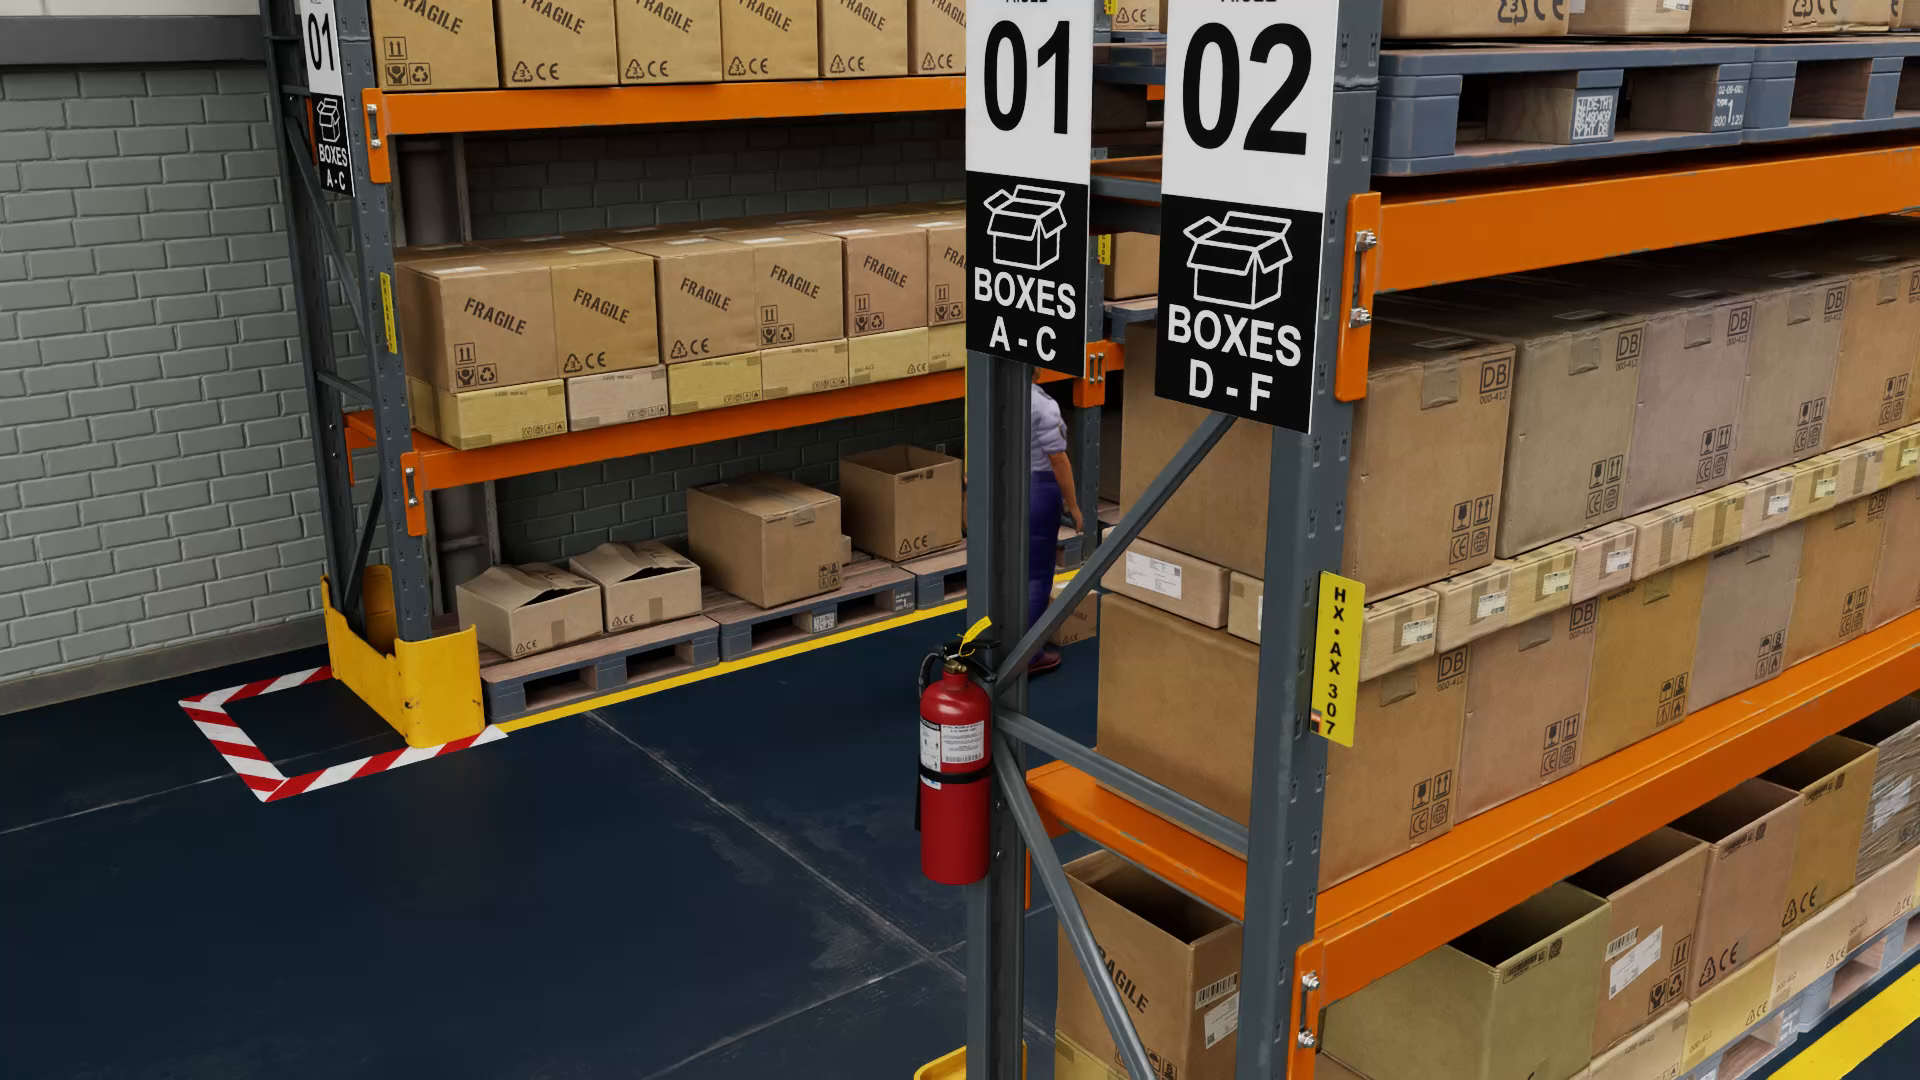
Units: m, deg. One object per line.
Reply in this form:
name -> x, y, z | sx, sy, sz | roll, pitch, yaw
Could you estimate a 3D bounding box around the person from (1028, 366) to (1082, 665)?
person -> 0.307, -0.192, 8.031 | 0.566, 1.570, 0.349 | 11, 21, 32
